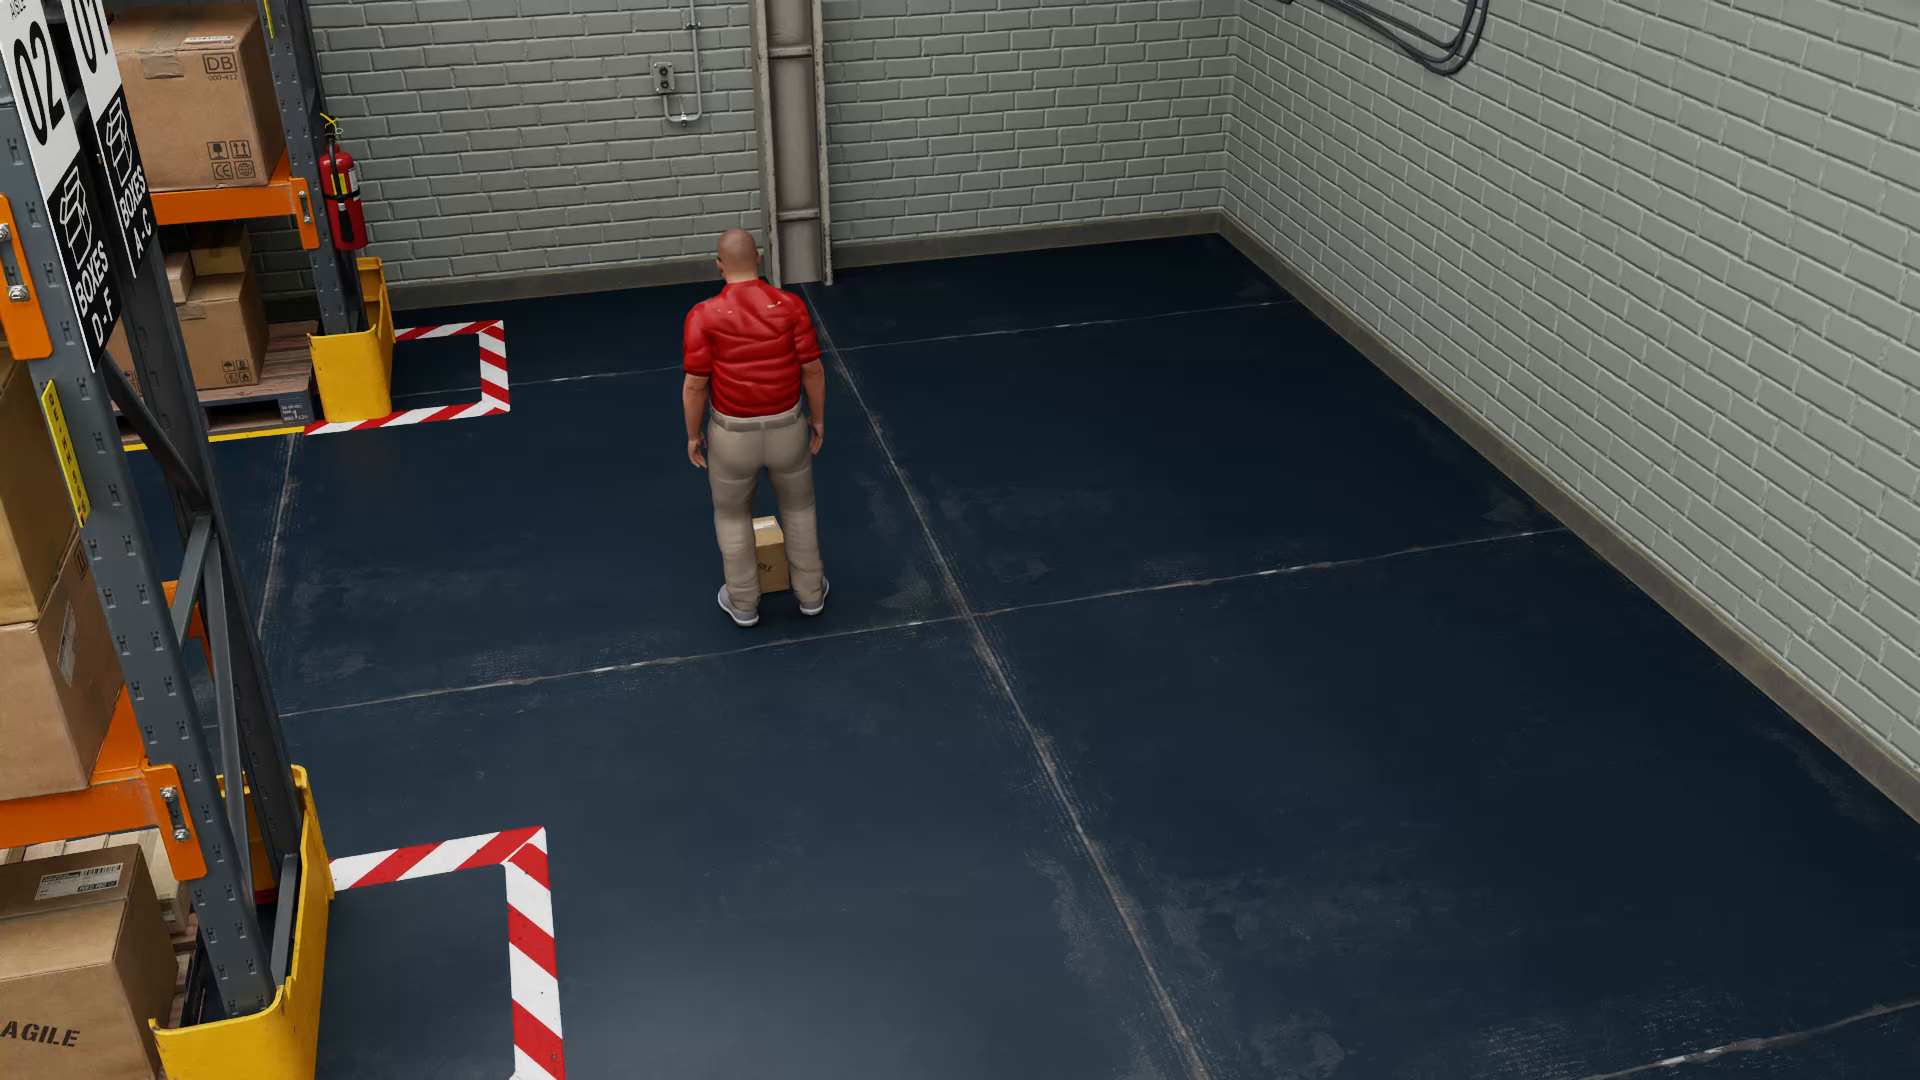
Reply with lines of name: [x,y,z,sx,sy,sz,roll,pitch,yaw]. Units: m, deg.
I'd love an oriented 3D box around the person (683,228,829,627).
person: [-0.844,-0.446,6.914,0.585,1.727,0.390,-8,31,-13]
